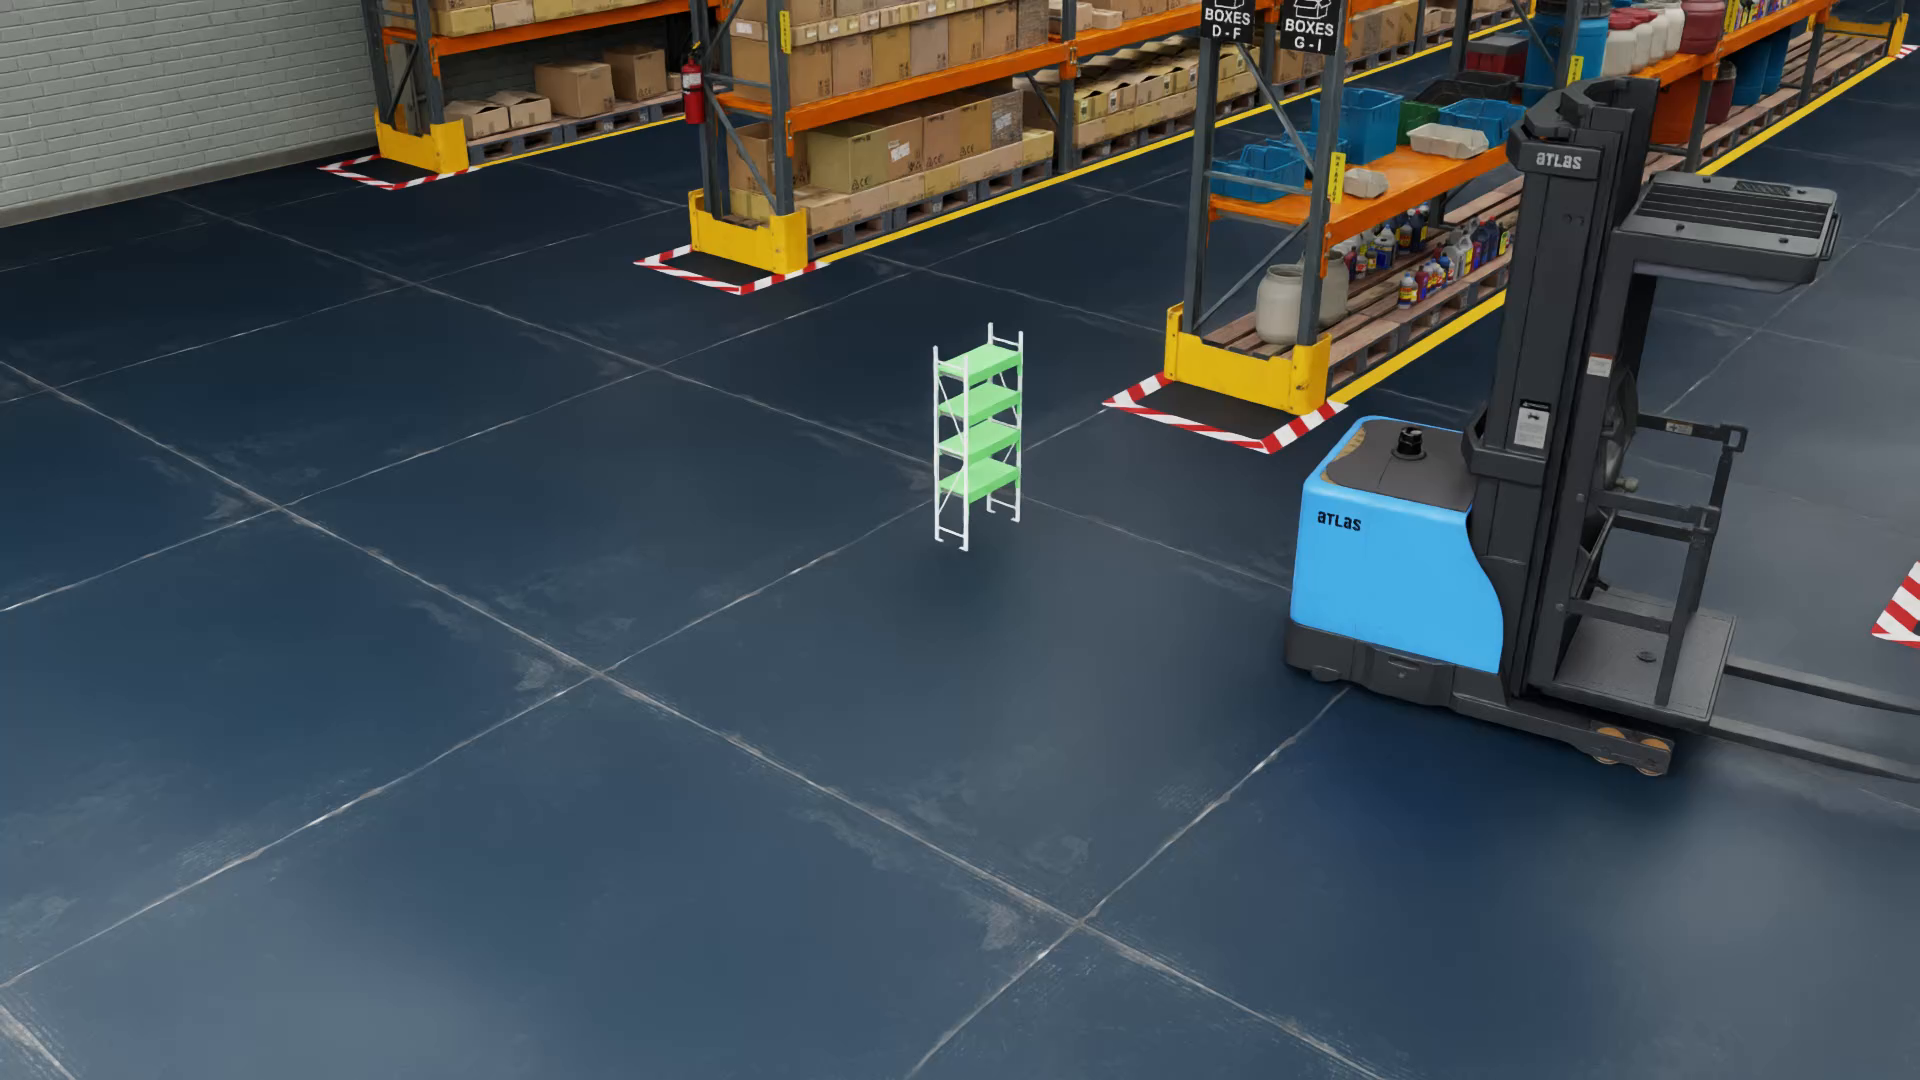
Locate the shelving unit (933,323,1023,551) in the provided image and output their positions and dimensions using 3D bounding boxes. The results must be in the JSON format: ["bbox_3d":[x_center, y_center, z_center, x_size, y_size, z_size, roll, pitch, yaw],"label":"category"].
[{"bbox_3d":[0.105,-0.592,9.588,0.258,1.200,0.503,21,34,34],"label":"shelving unit"}]

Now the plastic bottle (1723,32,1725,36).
[{"bbox_3d":[7.609,-5.204,16.681,0.152,0.276,0.135,21,34,34],"label":"plastic bottle"}]

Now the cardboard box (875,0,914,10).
[{"bbox_3d":[-0.834,-4.981,14.594,0.700,0.500,0.500,21,34,35],"label":"cardboard box"}]

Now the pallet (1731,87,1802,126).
[{"bbox_3d":[9.105,-5.119,19.415,1.003,0.211,1.213,21,34,34],"label":"pallet"}]

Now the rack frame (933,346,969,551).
[{"bbox_3d":[-0.050,-0.505,9.421,0.240,1.200,0.015,21,34,34],"label":"rack frame"}]

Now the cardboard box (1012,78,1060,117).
[{"bbox_3d":[0.756,-4.673,17.444,0.500,0.311,0.500,21,34,34],"label":"cardboard box"}]

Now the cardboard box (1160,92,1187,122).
[{"bbox_3d":[2.145,-4.813,18.324,0.500,0.250,0.500,22,34,35],"label":"cardboard box"}]

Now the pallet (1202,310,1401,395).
[{"bbox_3d":[2.528,-1.453,12.329,1.003,0.211,1.213,21,34,34],"label":"pallet"}]

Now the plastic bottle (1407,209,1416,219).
[{"bbox_3d":[3.814,-2.661,14.114,0.152,0.276,0.135,22,35,36],"label":"plastic bottle"}]

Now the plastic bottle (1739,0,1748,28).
[{"bbox_3d":[8.023,-5.406,17.062,0.061,0.283,0.133,21,34,34],"label":"plastic bottle"}]

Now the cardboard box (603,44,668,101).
[{"bbox_3d":[-3.734,-5.383,19.133,0.500,0.500,0.500,18,32,31],"label":"cardboard box"}]

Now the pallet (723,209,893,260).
[{"bbox_3d":[-1.370,-2.858,15.045,1.003,0.211,1.213,21,34,34],"label":"pallet"}]

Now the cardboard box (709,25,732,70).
[{"bbox_3d":[-2.650,-6.029,20.381,0.700,0.500,0.500,22,35,36],"label":"cardboard box"}]

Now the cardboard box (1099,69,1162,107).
[{"bbox_3d":[1.826,-4.879,17.842,0.500,0.311,0.500,19,33,33],"label":"cardboard box"}]

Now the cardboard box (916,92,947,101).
[{"bbox_3d":[-0.453,-4.102,16.134,0.500,0.500,0.500,21,34,34],"label":"cardboard box"}]

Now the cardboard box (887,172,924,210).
[{"bbox_3d":[-0.678,-3.259,15.321,0.500,0.250,0.500,21,34,34],"label":"cardboard box"}]

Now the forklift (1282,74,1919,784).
[{"bbox_3d":[3.179,-0.497,7.520,3.031,2.935,1.130,14,31,25],"label":"forklift"}]

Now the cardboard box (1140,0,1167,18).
[{"bbox_3d":[1.875,-5.908,17.796,0.500,0.500,0.500,21,34,34],"label":"cardboard box"}]

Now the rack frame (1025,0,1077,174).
[{"bbox_3d":[0.720,-5.231,16.598,1.000,3.000,0.127,21,34,34],"label":"rack frame"}]

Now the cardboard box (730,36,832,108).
[{"bbox_3d":[-1.518,-4.019,14.146,0.700,0.500,0.500,21,34,34],"label":"cardboard box"}]

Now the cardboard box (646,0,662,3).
[{"bbox_3d":[-3.496,-6.189,18.591,0.500,0.250,0.500,21,34,35],"label":"cardboard box"}]

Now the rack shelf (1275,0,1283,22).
[{"bbox_3d":[4.536,-7.039,20.875,1.077,0.370,4.000,21,34,34],"label":"rack shelf"}]

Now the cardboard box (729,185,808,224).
[{"bbox_3d":[-1.711,-3.055,14.926,0.500,0.250,0.500,21,34,34],"label":"cardboard box"}]

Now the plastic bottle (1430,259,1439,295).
[{"bbox_3d":[3.671,-2.056,12.951,0.097,0.271,0.097,0,27,0],"label":"plastic bottle"}]

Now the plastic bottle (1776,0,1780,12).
[{"bbox_3d":[8.788,-5.809,17.930,0.097,0.201,0.097,0,27,0],"label":"plastic bottle"}]

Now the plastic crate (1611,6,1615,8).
[{"bbox_3d":[5.820,-4.745,15.589,0.402,0.464,0.583,21,34,34],"label":"plastic crate"}]

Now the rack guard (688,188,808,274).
[{"bbox_3d":[-1.840,-2.694,14.414,1.175,0.500,0.348,21,34,34],"label":"rack guard"}]

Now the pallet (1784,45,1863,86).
[{"bbox_3d":[10.842,-6.087,21.286,1.003,0.211,1.213,21,34,34],"label":"pallet"}]

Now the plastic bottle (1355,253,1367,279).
[{"bbox_3d":[3.203,-2.197,13.298,0.097,0.201,0.097,0,27,0],"label":"plastic bottle"}]

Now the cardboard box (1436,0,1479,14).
[{"bbox_3d":[6.999,-7.822,23.844,0.797,0.503,0.637,21,34,34],"label":"cardboard box"}]

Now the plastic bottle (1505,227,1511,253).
[{"bbox_3d":[4.549,-2.515,13.914,0.097,0.201,0.097,0,27,0],"label":"plastic bottle"}]

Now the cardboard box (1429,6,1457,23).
[{"bbox_3d":[6.785,-7.400,23.395,0.380,0.166,0.250,21,34,34],"label":"cardboard box"}]

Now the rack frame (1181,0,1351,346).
[{"bbox_3d":[1.995,-2.364,11.055,1.000,3.000,0.127,21,34,34],"label":"rack frame"}]

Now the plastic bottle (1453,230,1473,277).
[{"bbox_3d":[4.025,-2.306,13.347,0.144,0.351,0.185,21,34,34],"label":"plastic bottle"}]

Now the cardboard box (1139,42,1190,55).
[{"bbox_3d":[2.377,-5.575,19.188,0.500,0.311,0.500,20,33,33],"label":"cardboard box"}]

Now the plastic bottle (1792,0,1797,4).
[{"bbox_3d":[9.178,-6.110,18.349,0.144,0.351,0.185,21,34,34],"label":"plastic bottle"}]

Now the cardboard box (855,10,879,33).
[{"bbox_3d":[-0.921,-4.493,14.356,0.380,0.149,0.250,20,34,34],"label":"cardboard box"}]

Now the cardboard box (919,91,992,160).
[{"bbox_3d":[-0.049,-3.949,15.839,0.500,0.500,0.500,21,34,34],"label":"cardboard box"}]

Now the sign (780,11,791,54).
[{"bbox_3d":[-1.400,-4.068,13.322,0.100,0.325,0.005,21,34,34],"label":"sign"}]

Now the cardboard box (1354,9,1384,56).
[{"bbox_3d":[5.075,-6.544,21.376,0.500,0.500,0.500,21,34,35],"label":"cardboard box"}]

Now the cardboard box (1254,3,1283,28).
[{"bbox_3d":[3.710,-6.489,20.455,0.500,0.250,0.500,22,35,36],"label":"cardboard box"}]

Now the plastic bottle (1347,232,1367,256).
[{"bbox_3d":[3.197,-2.353,13.437,0.144,0.351,0.185,22,35,36],"label":"plastic bottle"}]

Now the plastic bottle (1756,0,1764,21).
[{"bbox_3d":[8.379,-5.604,17.445,0.061,0.283,0.133,21,34,34],"label":"plastic bottle"}]

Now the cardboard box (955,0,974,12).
[{"bbox_3d":[-0.097,-4.955,15.249,0.380,0.149,0.250,22,34,36],"label":"cardboard box"}]

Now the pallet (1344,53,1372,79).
[{"bbox_3d":[4.544,-6.095,21.303,1.003,0.211,1.213,21,34,34],"label":"pallet"}]

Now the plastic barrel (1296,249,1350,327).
[{"bbox_3d":[2.674,-1.879,12.368,0.421,0.512,0.421,0,27,0],"label":"plastic barrel"}]

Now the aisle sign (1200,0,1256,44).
[{"bbox_3d":[1.720,-3.580,10.577,0.394,0.787,0.004,21,34,34],"label":"aisle sign"}]

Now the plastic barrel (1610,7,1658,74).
[{"bbox_3d":[6.059,-4.531,15.097,0.433,0.535,0.433,0,27,0],"label":"plastic barrel"}]

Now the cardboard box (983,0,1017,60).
[{"bbox_3d":[0.112,-4.928,15.902,0.700,0.500,0.500,20,34,34],"label":"cardboard box"}]

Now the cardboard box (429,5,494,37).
[{"bbox_3d":[-5.094,-5.282,16.837,0.500,0.250,0.500,20,33,33],"label":"cardboard box"}]

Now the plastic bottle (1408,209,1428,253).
[{"bbox_3d":[3.817,-2.594,13.904,0.144,0.351,0.185,21,34,34],"label":"plastic bottle"}]

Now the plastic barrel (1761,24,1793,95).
[{"bbox_3d":[9.269,-5.685,19.302,0.600,0.901,0.708,21,34,34],"label":"plastic barrel"}]

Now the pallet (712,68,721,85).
[{"bbox_3d":[-2.611,-5.716,20.569,1.003,0.211,1.213,21,34,34],"label":"pallet"}]

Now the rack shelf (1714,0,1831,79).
[{"bbox_3d":[8.356,-5.590,18.074,1.077,0.370,4.000,21,34,34],"label":"rack shelf"}]

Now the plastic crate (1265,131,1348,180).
[{"bbox_3d":[2.500,-2.792,12.043,0.499,0.251,0.408,21,34,34],"label":"plastic crate"}]
